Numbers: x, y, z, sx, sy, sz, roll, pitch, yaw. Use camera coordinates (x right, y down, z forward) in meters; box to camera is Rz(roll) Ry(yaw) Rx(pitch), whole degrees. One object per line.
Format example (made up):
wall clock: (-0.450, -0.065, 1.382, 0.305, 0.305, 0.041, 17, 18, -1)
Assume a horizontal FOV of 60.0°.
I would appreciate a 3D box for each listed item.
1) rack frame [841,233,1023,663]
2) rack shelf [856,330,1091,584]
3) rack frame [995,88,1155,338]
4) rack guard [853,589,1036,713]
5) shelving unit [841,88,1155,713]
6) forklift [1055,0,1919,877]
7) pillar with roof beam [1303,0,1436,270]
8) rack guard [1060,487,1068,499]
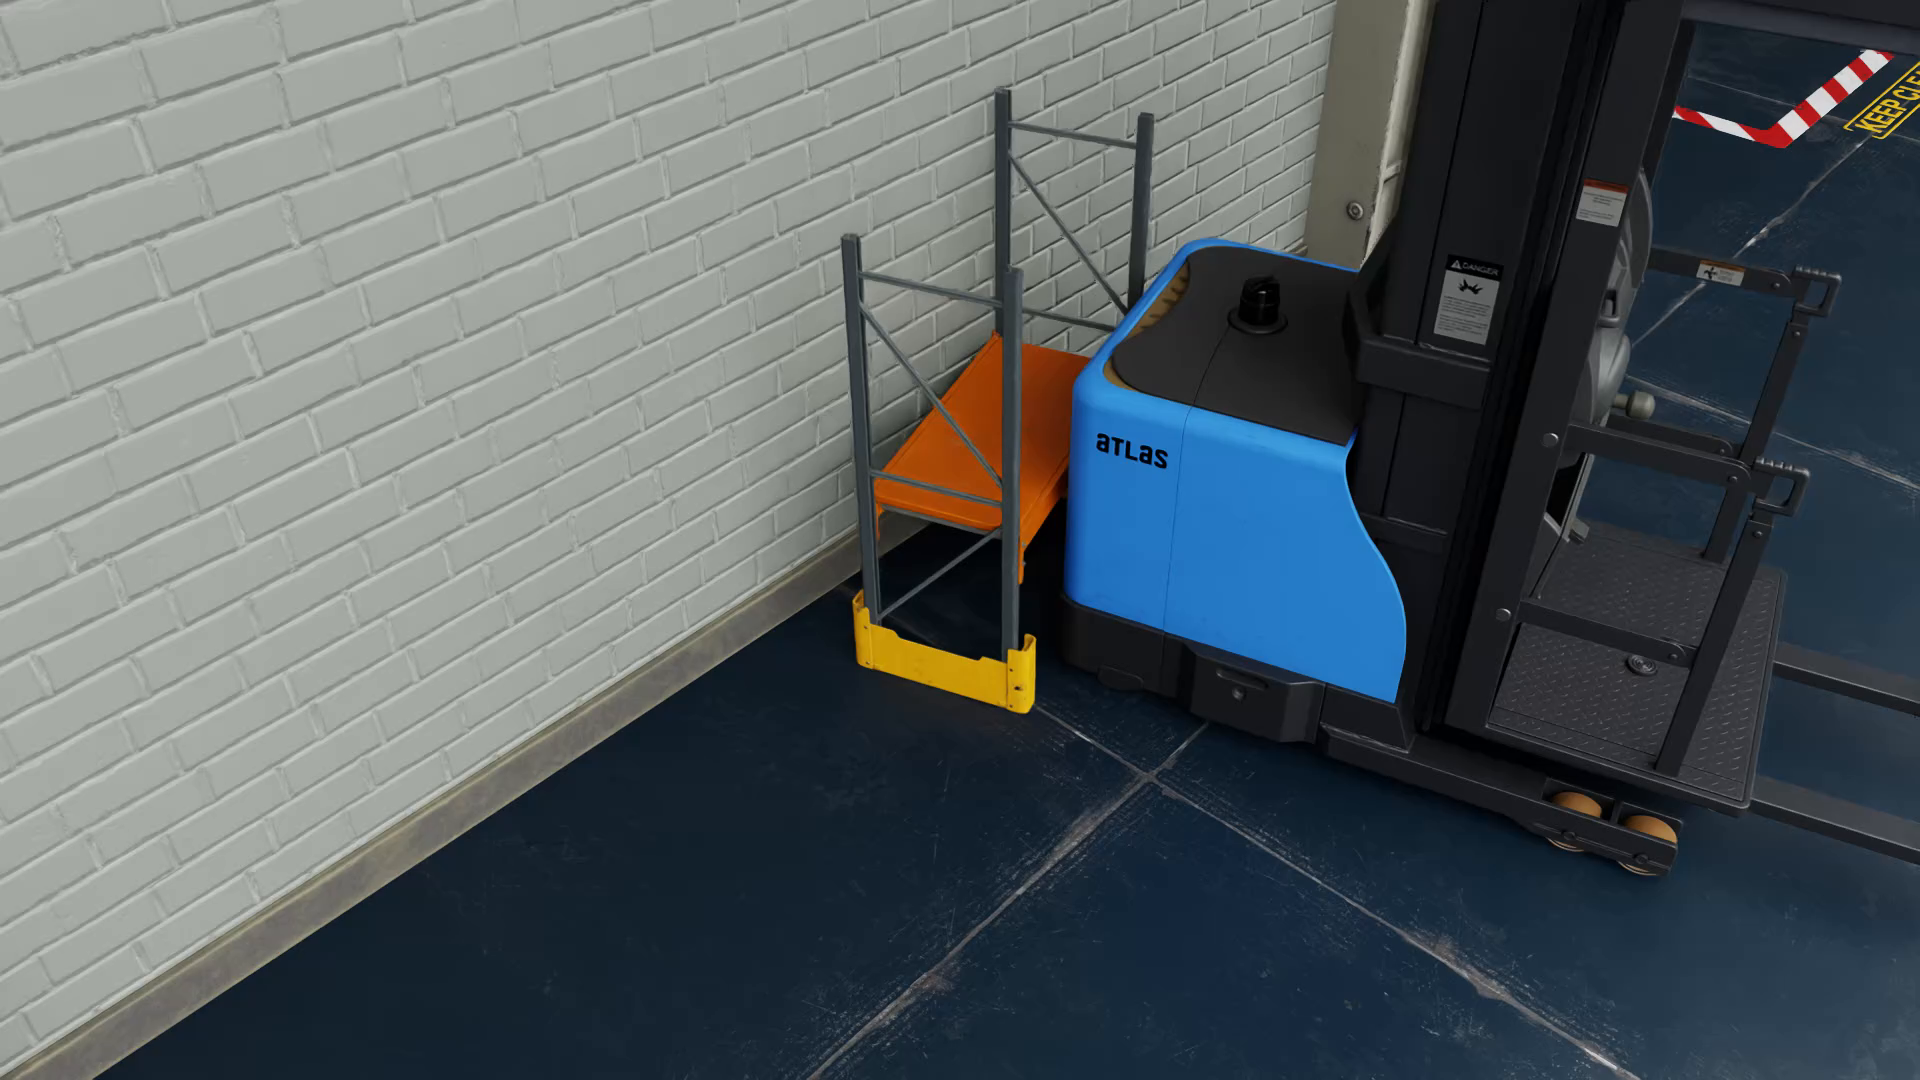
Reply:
rack frame: (-0.066, -0.142, 4.709, 0.500, 1.500, 0.032, 15, 41, 19)
rack shelf: (0.144, -0.288, 5.183, 0.538, 0.185, 1.000, 15, 41, 19)
rack frame: (0.350, -0.718, 5.436, 0.500, 1.500, 0.032, 15, 41, 19)
rack guard: (-0.050, 0.340, 5.108, 0.587, 0.250, 0.087, 15, 41, 19)
shelving unit: (0.146, -0.435, 5.079, 0.587, 1.500, 1.083, 15, 41, 19)
forklift: (1.852, -0.603, 4.154, 3.031, 2.935, 1.130, 17, 42, 20)
pillar with roof beam: (4.882, -2.895, 2.160, 9.100, 9.000, 0.400, 30, 47, 32)
rack guard: (0.357, -0.225, 5.820, 0.587, 0.250, 0.087, 15, 41, 19)
